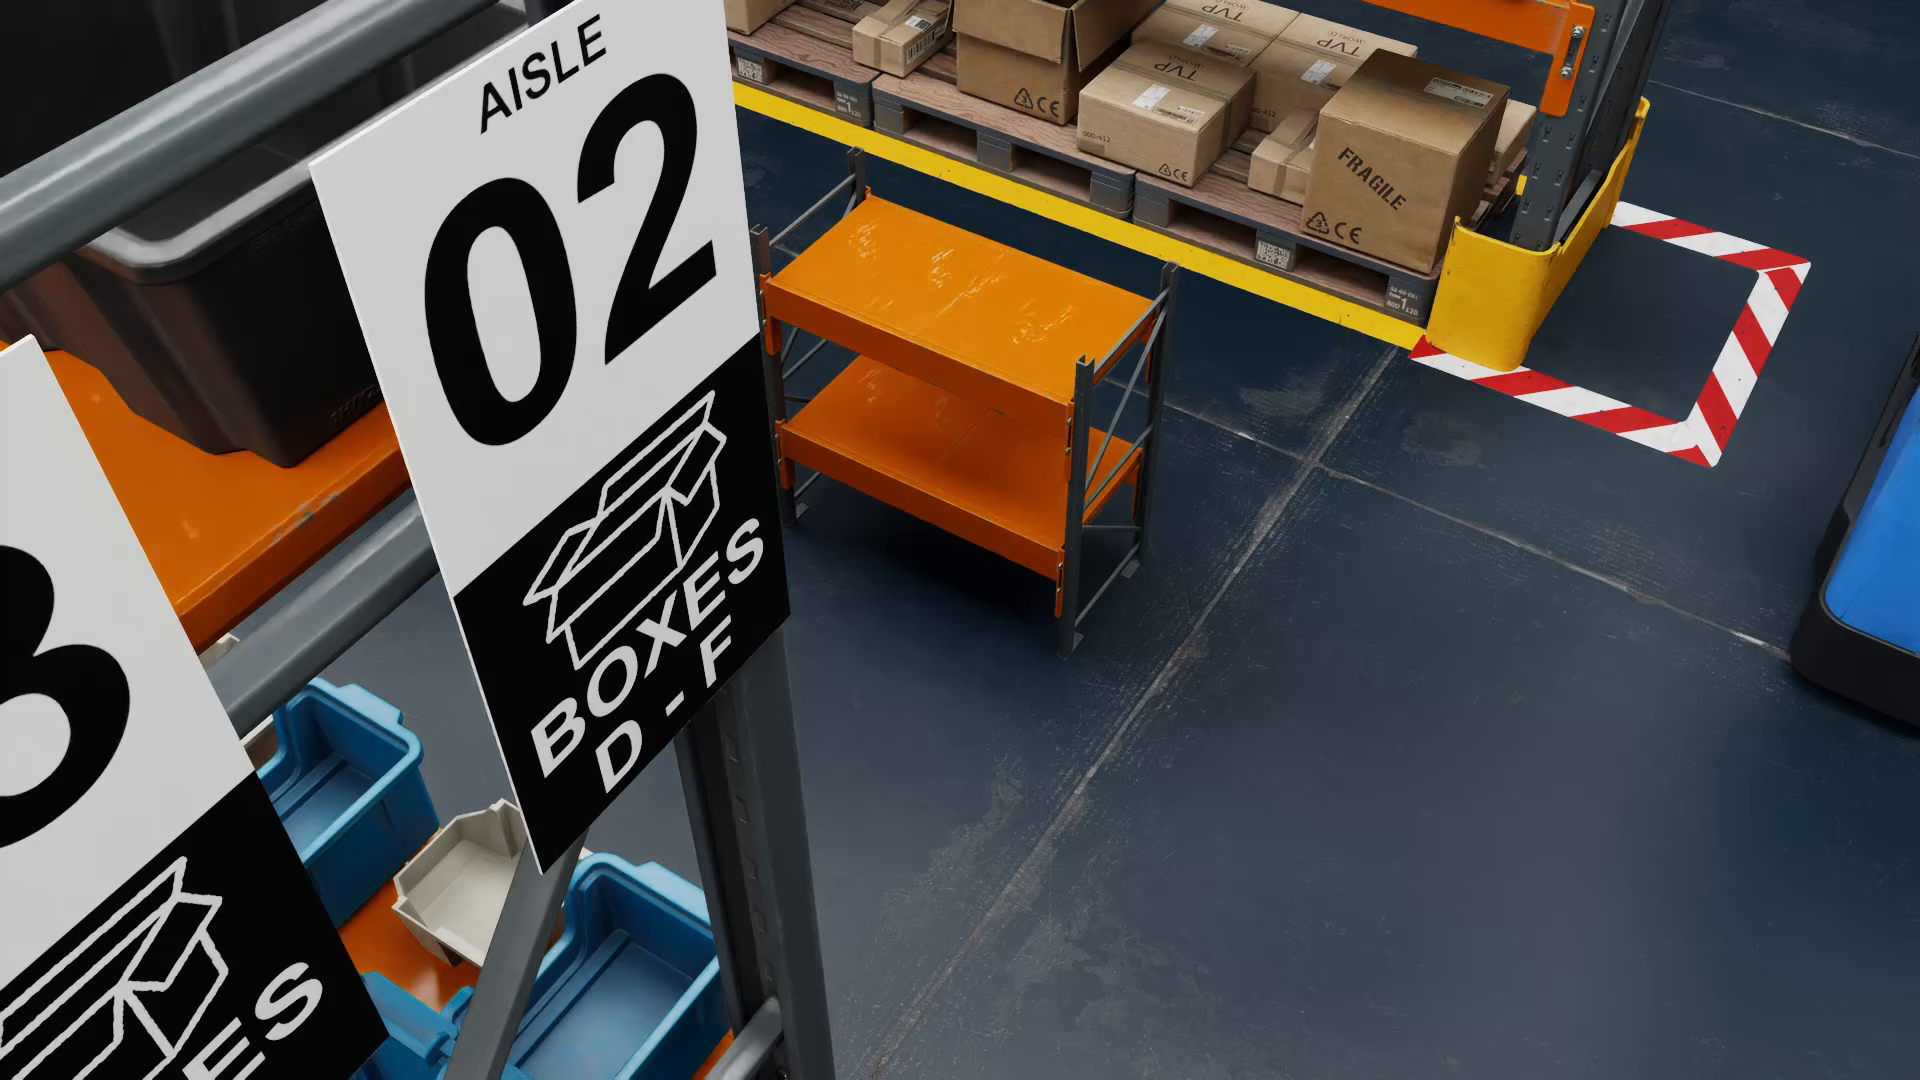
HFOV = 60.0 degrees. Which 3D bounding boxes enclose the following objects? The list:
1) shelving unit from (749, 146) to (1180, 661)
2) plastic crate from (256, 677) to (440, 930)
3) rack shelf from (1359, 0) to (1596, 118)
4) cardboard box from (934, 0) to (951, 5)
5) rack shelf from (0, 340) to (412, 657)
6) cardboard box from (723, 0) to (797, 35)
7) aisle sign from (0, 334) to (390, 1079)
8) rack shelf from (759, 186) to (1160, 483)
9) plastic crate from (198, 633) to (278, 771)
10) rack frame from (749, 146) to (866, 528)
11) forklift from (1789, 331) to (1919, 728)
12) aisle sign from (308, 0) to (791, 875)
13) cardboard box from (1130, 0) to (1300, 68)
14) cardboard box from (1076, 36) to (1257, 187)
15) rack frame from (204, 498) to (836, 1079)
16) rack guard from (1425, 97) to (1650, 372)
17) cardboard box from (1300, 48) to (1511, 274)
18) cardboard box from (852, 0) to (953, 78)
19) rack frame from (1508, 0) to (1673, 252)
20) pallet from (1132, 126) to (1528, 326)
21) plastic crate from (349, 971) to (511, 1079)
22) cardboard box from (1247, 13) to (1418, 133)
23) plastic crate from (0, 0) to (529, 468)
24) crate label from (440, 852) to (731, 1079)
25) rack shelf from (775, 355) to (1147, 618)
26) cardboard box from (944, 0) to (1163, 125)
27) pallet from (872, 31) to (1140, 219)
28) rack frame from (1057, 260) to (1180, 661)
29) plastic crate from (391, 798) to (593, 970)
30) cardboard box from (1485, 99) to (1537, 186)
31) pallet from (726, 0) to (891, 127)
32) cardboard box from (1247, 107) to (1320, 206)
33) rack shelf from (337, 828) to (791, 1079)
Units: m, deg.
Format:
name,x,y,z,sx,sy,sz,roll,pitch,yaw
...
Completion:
name,x,y,z,sx,sy,sz,roll,pitch,yaw
shelving unit,0.006,-0.389,4.844,1.048,1.125,0.538,25,51,22
plastic crate,-1.098,0.471,2.775,0.300,0.233,0.416,25,51,22
rack shelf,0.480,-2.529,6.118,4.000,0.370,1.077,25,51,22
cardboard box,0.061,-2.431,7.089,0.500,0.311,0.500,25,51,22
rack shelf,-2.197,-0.586,2.138,4.000,0.370,1.077,25,51,22
cardboard box,-0.967,-2.478,7.134,0.500,0.311,0.500,25,51,22
aisle sign,-0.611,0.282,1.072,0.004,0.787,0.394,25,51,22
rack shelf,0.006,-0.593,4.634,1.000,0.278,0.538,25,51,22
plastic crate,-1.340,0.323,2.987,0.298,0.136,0.250,25,51,22
rack frame,-0.422,-0.586,5.035,0.032,1.125,0.500,25,51,22
forklift,3.654,-1.282,4.452,1.130,2.935,3.031,26,51,23
aisle sign,-0.293,-0.074,1.418,0.004,0.787,0.394,25,51,22
cardboard box,1.017,-1.970,6.683,0.500,0.250,0.500,25,51,22
cardboard box,0.790,-1.649,6.371,0.500,0.250,0.500,25,51,22
rack frame,-0.514,0.983,2.203,0.127,3.000,1.000,25,51,22
rack guard,2.100,-1.164,6.033,0.348,0.500,1.175,25,51,22
cardboard box,1.573,-1.350,5.906,0.500,0.500,0.500,25,51,22
cardboard box,-0.233,-2.098,6.866,0.250,0.166,0.380,25,51,22
rack frame,2.164,-2.006,5.108,0.127,3.000,1.000,25,51,22
pallet,1.428,-1.371,6.436,1.213,0.211,1.003,25,51,22
plastic crate,-0.896,0.933,2.185,0.499,0.435,0.616,25,51,22
cardboard box,1.438,-1.776,6.495,0.500,0.250,0.500,25,51,22
plastic crate,-0.687,-0.334,1.483,0.590,0.269,0.497,25,51,22
crate label,-0.544,0.726,2.528,0.303,0.233,0.416,25,51,22
rack shelf,0.006,-0.219,5.019,1.000,0.278,0.538,25,51,22
cardboard box,0.381,-2.114,6.646,0.637,0.503,0.797,25,51,22
pallet,0.405,-1.844,6.895,1.213,0.211,1.003,25,51,22
rack frame,0.434,-0.193,4.653,0.032,1.125,0.500,25,51,22
plastic crate,-0.769,0.585,2.732,0.298,0.136,0.250,25,51,22
cardboard box,1.997,-1.535,6.331,0.250,0.149,0.380,25,51,22
pallet,-0.626,-2.316,7.354,1.213,0.211,1.003,25,51,22
cardboard box,1.281,-1.445,6.231,0.250,0.166,0.380,25,51,22
rack shelf,-2.197,0.459,3.214,4.000,0.370,1.077,25,51,22
